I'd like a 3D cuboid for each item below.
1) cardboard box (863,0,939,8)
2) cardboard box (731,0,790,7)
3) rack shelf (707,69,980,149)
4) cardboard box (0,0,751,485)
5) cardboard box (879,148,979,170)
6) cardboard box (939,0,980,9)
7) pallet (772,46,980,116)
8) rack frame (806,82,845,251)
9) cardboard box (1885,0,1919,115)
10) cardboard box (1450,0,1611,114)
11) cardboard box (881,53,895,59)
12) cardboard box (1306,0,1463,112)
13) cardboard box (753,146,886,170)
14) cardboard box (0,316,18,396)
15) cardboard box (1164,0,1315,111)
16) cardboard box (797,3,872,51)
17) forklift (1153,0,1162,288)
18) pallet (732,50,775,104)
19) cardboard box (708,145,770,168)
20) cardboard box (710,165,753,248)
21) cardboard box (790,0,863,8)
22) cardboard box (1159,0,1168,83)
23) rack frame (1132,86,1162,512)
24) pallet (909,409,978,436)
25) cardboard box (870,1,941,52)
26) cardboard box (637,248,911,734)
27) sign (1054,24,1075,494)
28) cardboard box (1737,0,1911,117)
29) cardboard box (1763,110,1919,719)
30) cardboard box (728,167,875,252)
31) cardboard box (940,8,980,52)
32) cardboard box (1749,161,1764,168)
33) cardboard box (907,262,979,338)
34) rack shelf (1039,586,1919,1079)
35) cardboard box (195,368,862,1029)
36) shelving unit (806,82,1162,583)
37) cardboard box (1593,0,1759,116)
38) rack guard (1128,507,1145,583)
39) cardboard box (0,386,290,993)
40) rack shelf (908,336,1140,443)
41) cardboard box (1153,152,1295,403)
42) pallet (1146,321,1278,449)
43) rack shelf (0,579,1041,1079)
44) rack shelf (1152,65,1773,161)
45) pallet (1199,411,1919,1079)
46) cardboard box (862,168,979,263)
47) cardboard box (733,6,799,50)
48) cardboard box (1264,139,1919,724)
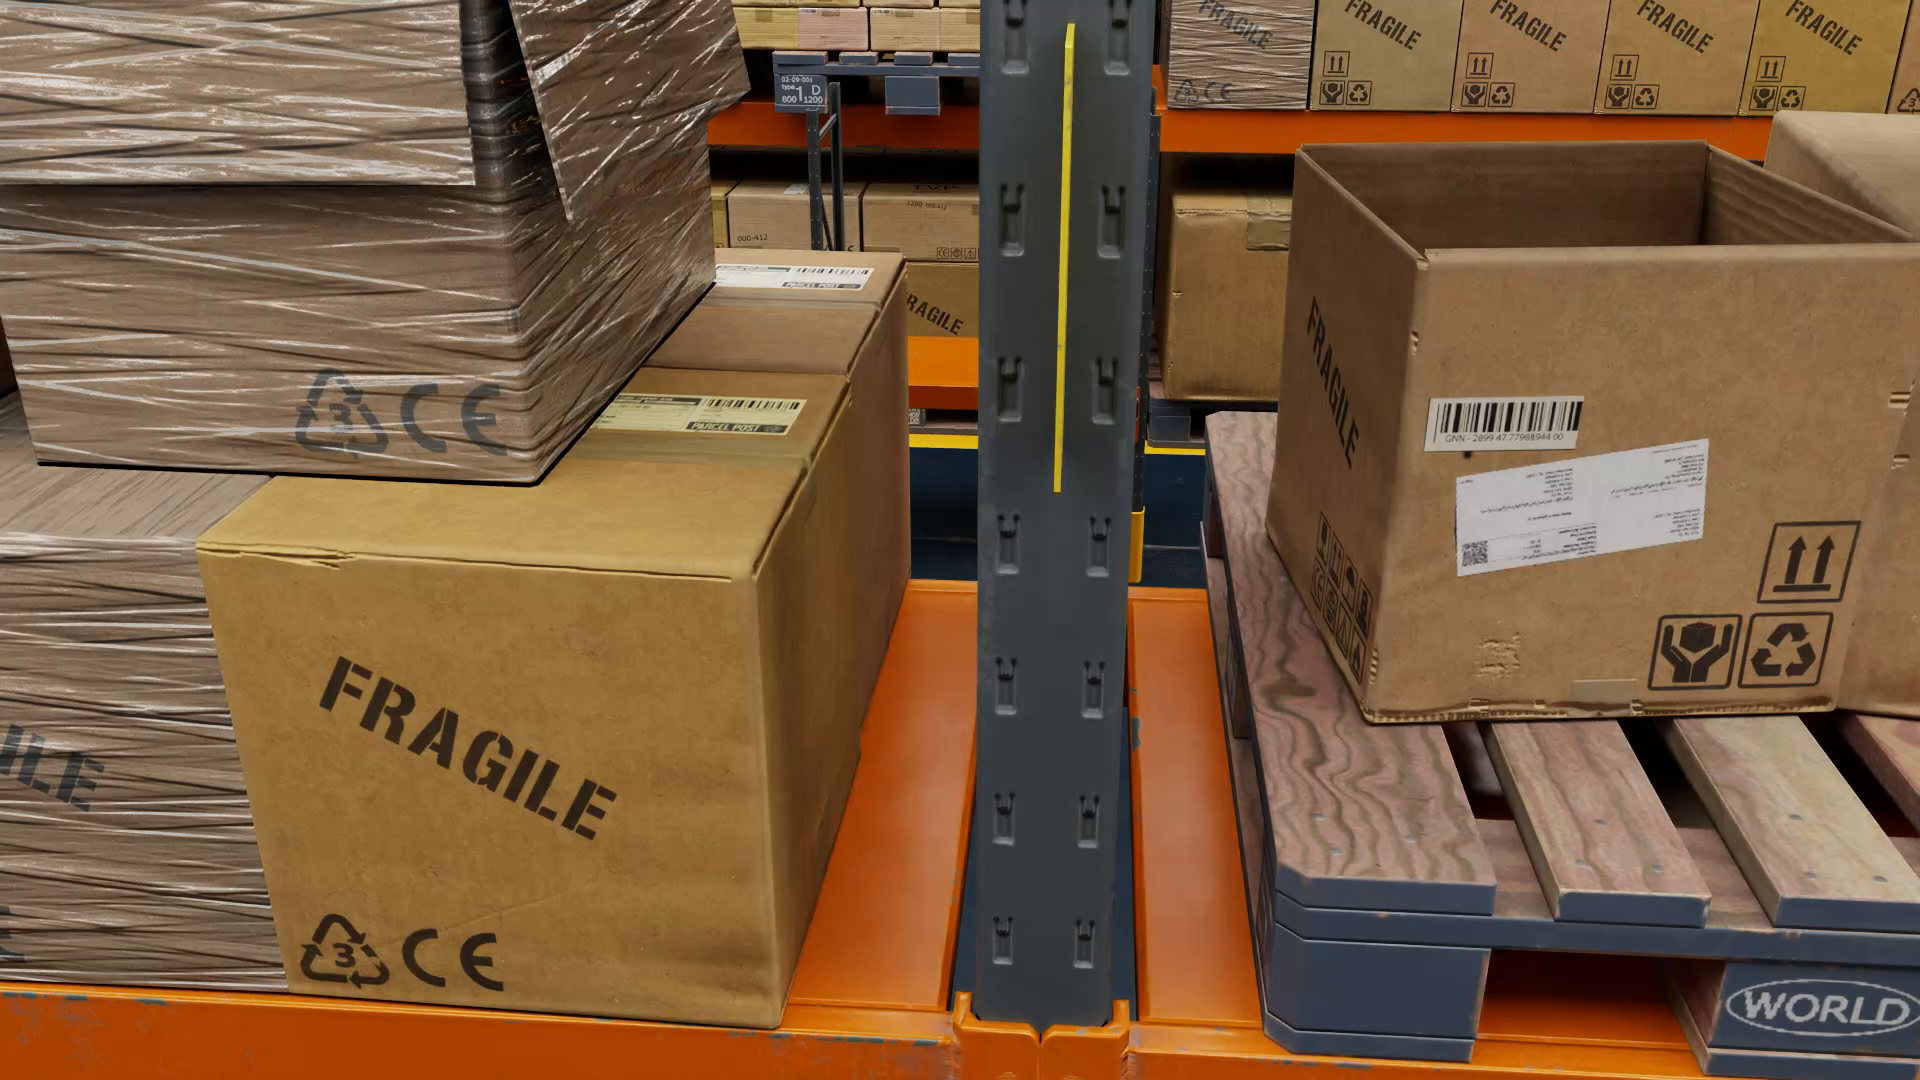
[{"bbox_3d":[-0.198,-2.017,5.987,0.250,0.149,0.380,3,25,6],"label":"cardboard box"},{"bbox_3d":[-0.710,-2.032,6.021,0.250,0.149,0.380,2,25,4],"label":"cardboard box"},{"bbox_3d":[-1.398,-1.708,6.735,4.000,0.370,1.077,2,25,4],"label":"rack shelf"},{"bbox_3d":[-0.613,-0.438,1.795,0.637,0.503,0.797,3,25,6],"label":"cardboard box"},{"bbox_3d":[-0.073,-1.490,6.991,0.500,0.250,0.500,1,25,2],"label":"cardboard box"},{"bbox_3d":[0.068,-2.009,5.970,0.250,0.149,0.380,2,25,5],"label":"cardboard box"},{"bbox_3d":[-0.123,-1.862,6.439,1.003,0.211,1.213,2,25,4],"label":"pallet"},{"bbox_3d":[-0.422,-0.695,5.466,0.032,1.500,0.500,2,25,4],"label":"rack frame"},{"bbox_3d":[3.539,-1.810,5.976,0.500,0.500,0.500,2,25,3],"label":"cardboard box"},{"bbox_3d":[2.033,-1.858,6.081,0.500,0.500,0.500,2,25,4],"label":"cardboard box"},{"bbox_3d":[-0.697,-3.350,11.482,0.875,0.875,0.875,2,25,5],"label":"cardboard box"},{"bbox_3d":[1.530,-1.875,6.116,0.500,0.500,0.500,2,25,3],"label":"cardboard box"},{"bbox_3d":[-0.579,-1.506,7.026,0.500,0.250,0.500,2,25,3],"label":"cardboard box"},{"bbox_3d":[-1.262,-0.460,1.843,0.637,0.503,0.797,2,25,5],"label":"cardboard box"},{"bbox_3d":[1.023,-1.890,6.149,0.500,0.500,0.500,2,25,5],"label":"cardboard box"},{"bbox_3d":[-0.435,-1.889,6.065,0.250,0.149,0.380,2,25,5],"label":"cardboard box"},{"bbox_3d":[1.319,-2.752,8.225,3.031,2.935,1.130,1,25,2],"label":"forklift"},{"bbox_3d":[-1.381,-1.930,6.586,1.213,0.211,1.003,2,25,4],"label":"pallet"},{"bbox_3d":[-1.071,-1.527,7.072,0.500,0.250,0.500,2,25,4],"label":"cardboard box"},{"bbox_3d":[-1.116,-1.314,6.608,0.500,0.250,0.500,2,25,5],"label":"cardboard box"},{"bbox_3d":[-0.461,-2.024,6.003,0.250,0.149,0.380,2,25,5],"label":"cardboard box"},{"bbox_3d":[1.065,-2.114,6.636,0.500,0.500,0.500,2,25,4],"label":"cardboard box"},{"bbox_3d":[0.592,-0.662,5.395,0.032,1.500,0.500,2,25,4],"label":"rack frame"},{"bbox_3d":[-0.183,-0.730,7.084,1.213,0.211,1.003,2,25,4],"label":"pallet"},{"bbox_3d":[-0.179,-1.881,6.047,0.250,0.149,0.380,2,25,4],"label":"cardboard box"},{"bbox_3d":[-0.349,-0.082,2.219,0.500,0.500,0.500,3,25,6],"label":"cardboard box"},{"bbox_3d":[0.076,-0.202,1.215,0.005,0.325,0.100,2,25,4],"label":"sign"},{"bbox_3d":[3.035,-1.826,6.011,0.500,0.500,0.500,2,25,5],"label":"cardboard box"},{"bbox_3d":[1.221,-0.167,1.902,0.500,0.500,0.700,5,25,12],"label":"cardboard box"},{"bbox_3d":[-0.611,-1.291,6.559,0.500,0.250,0.500,2,25,5],"label":"cardboard box"},{"bbox_3d":[0.069,-1.872,6.028,0.250,0.149,0.380,2,25,5],"label":"cardboard box"},{"bbox_3d":[2.997,-1.027,6.582,0.750,0.750,1.050,2,25,4],"label":"cardboard box"},{"bbox_3d":[-0.081,-0.939,6.689,0.500,0.500,0.500,2,25,4],"label":"cardboard box"},{"bbox_3d":[2.109,0.484,1.971,4.000,0.370,1.077,2,25,4],"label":"rack shelf"},{"bbox_3d":[-0.396,0.135,1.749,0.500,0.500,0.500,3,25,6],"label":"cardboard box"},{"bbox_3d":[0.076,-0.679,5.431,1.083,1.500,0.587,2,25,4],"label":"shelving unit"},{"bbox_3d":[2.529,-1.841,6.044,0.500,0.500,0.500,2,25,3],"label":"cardboard box"},{"bbox_3d":[0.573,-0.095,5.658,0.087,0.250,0.587,2,25,4],"label":"rack guard"},{"bbox_3d":[-0.892,0.116,1.789,0.500,0.500,0.500,2,25,4],"label":"cardboard box"},{"bbox_3d":[0.085,-0.515,5.506,1.000,0.185,0.538,2,25,4],"label":"rack shelf"},{"bbox_3d":[1.196,-1.083,6.704,0.750,0.750,1.050,2,25,3],"label":"cardboard box"},{"bbox_3d":[1.376,-0.648,6.905,1.213,0.211,1.003,2,25,4],"label":"pallet"},{"bbox_3d":[-1.879,0.356,2.249,4.000,0.370,1.077,2,25,4],"label":"rack shelf"},{"bbox_3d":[2.590,-1.580,6.457,4.000,0.370,1.077,2,25,4],"label":"rack shelf"},{"bbox_3d":[0.834,0.158,2.047,1.003,0.211,1.213,2,25,4],"label":"pallet"},{"bbox_3d":[-0.106,-1.280,6.534,0.500,0.250,0.500,1,25,3],"label":"cardboard box"},{"bbox_3d":[-0.684,-1.898,6.085,0.250,0.149,0.380,2,25,3],"label":"cardboard box"},{"bbox_3d":[0.657,-0.143,1.850,0.500,0.500,0.500,-1,25,-2],"label":"cardboard box"}]
